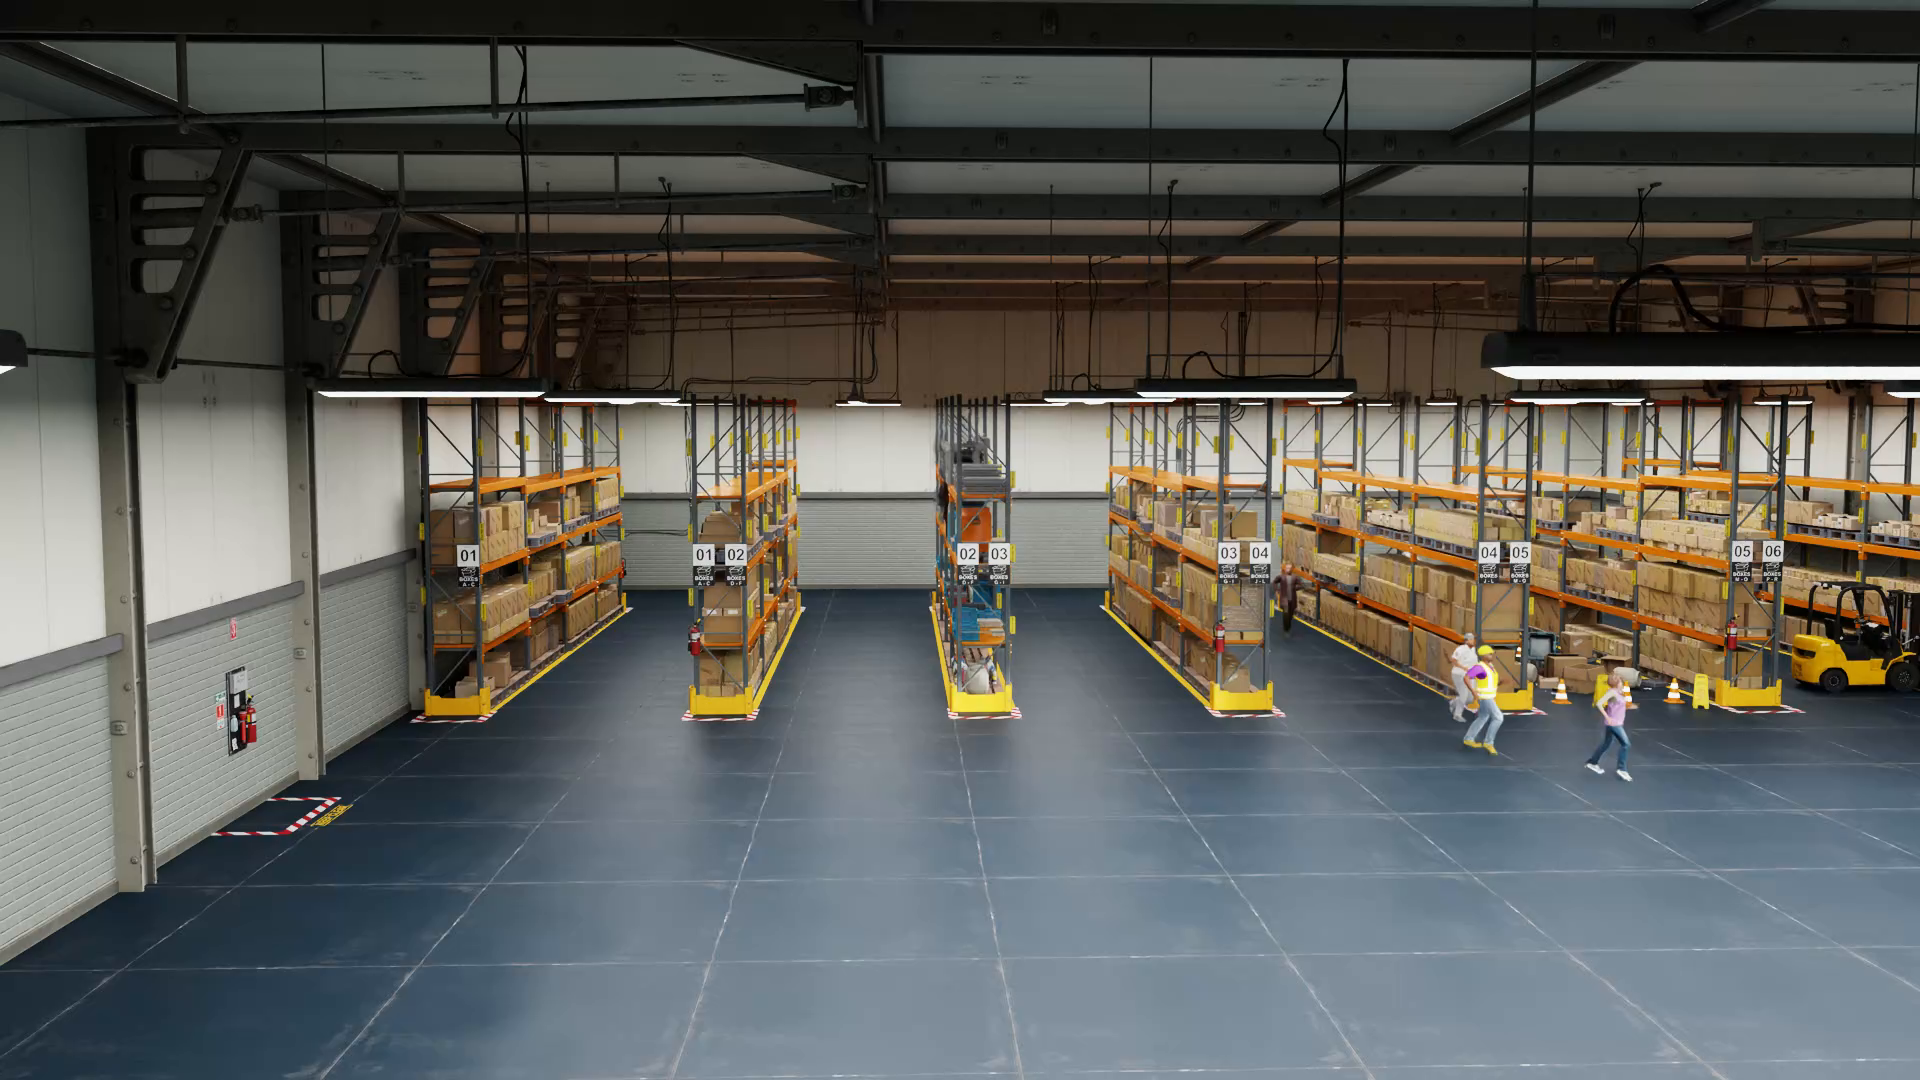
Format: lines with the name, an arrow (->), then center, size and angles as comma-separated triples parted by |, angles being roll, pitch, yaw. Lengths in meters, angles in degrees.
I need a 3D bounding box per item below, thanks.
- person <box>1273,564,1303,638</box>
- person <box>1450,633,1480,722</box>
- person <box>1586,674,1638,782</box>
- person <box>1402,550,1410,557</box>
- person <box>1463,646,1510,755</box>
person -> 8.276, 1.524, 41.972 | 0.670, 1.836, 0.898 | 0, 5, -3
person -> 9.317, 2.516, 30.681 | 0.623, 1.614, 0.580 | -2, 5, -29
person -> 10.104, 2.893, 25.747 | 0.728, 1.646, 0.507 | 2, 5, 23
person -> 13.118, 0.987, 49.236 | 0.762, 1.855, 0.658 | 0, 5, -3
person -> 8.763, 2.667, 27.691 | 0.751, 1.823, 0.669 | 3, 5, 29
